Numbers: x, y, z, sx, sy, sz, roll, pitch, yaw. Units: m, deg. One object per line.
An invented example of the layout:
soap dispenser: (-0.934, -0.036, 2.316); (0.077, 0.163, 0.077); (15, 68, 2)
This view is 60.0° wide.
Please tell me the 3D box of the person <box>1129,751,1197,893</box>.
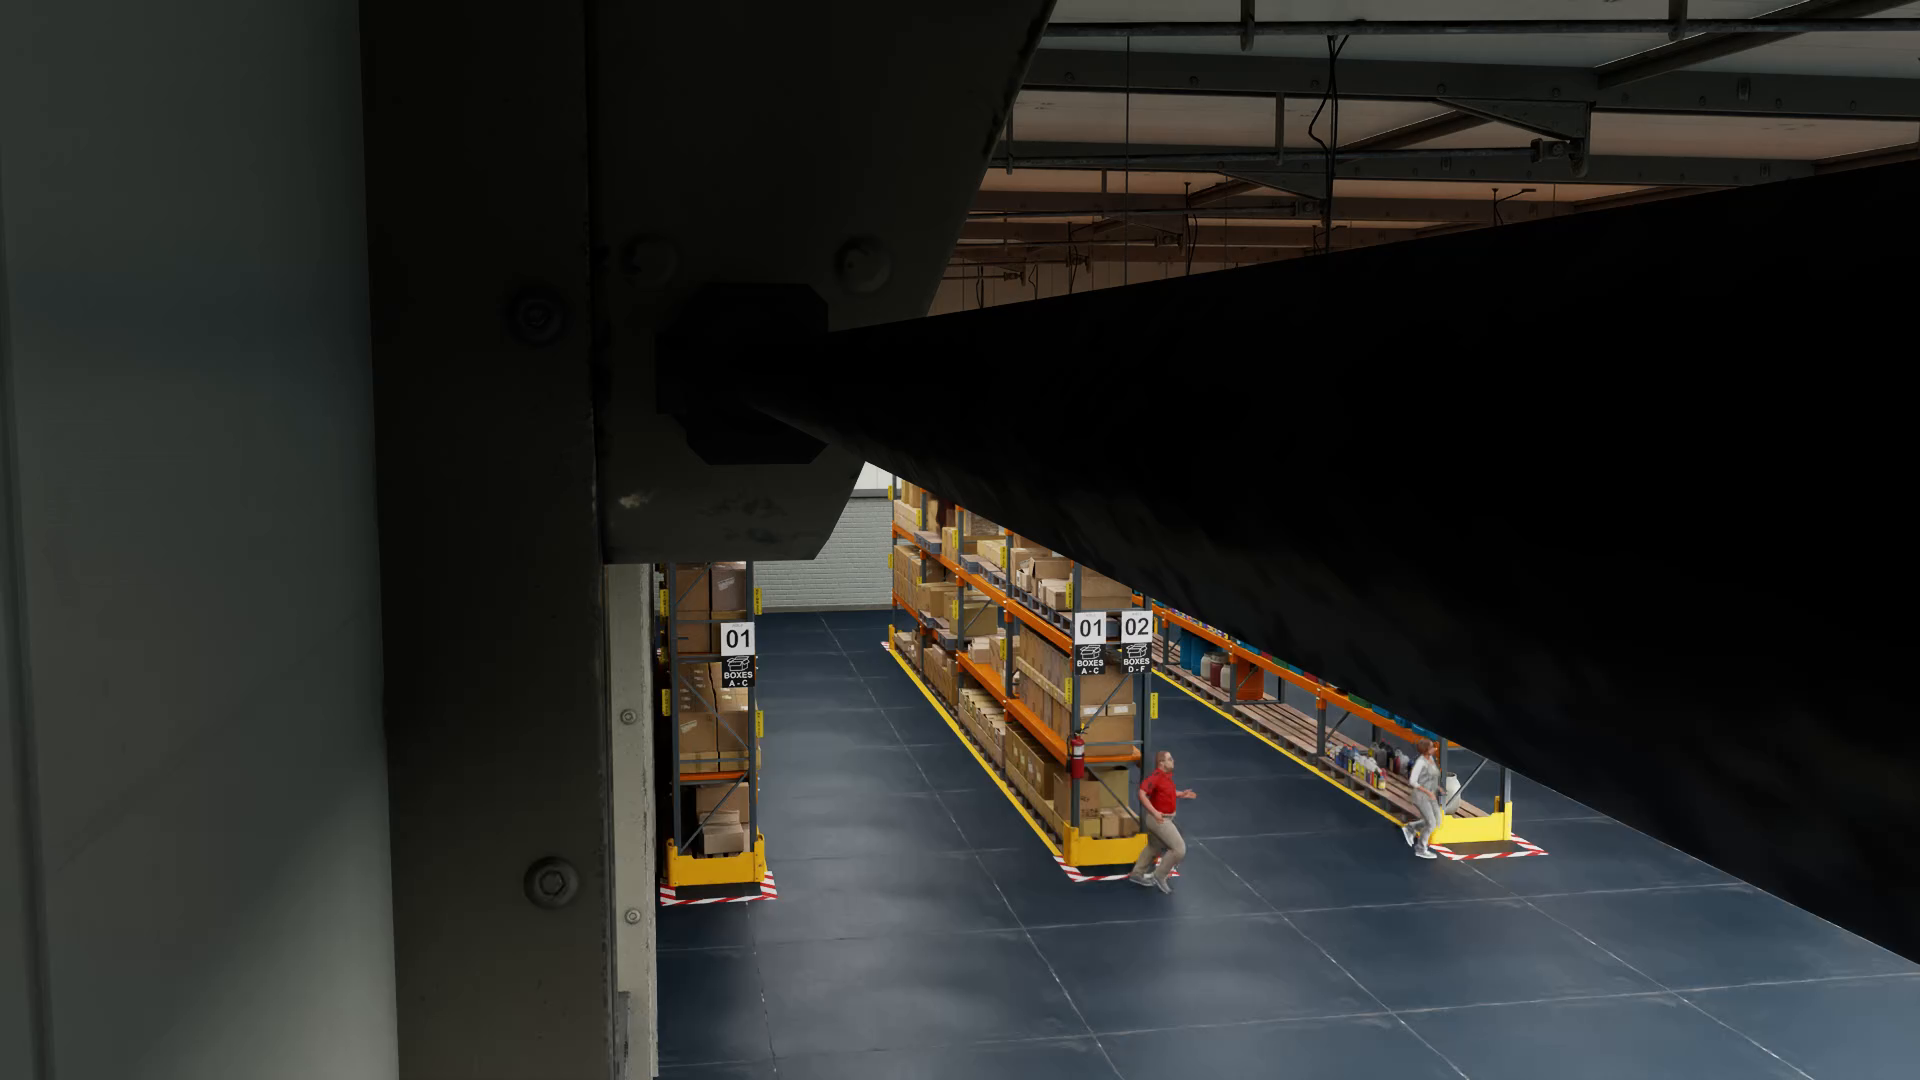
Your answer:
person: (2.407, 3.364, 19.759); (0.787, 1.743, 0.698); (1, 6, 10)

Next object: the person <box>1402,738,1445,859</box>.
person: (5.870, 3.277, 21.143); (0.532, 1.554, 0.520); (5, 8, 36)
